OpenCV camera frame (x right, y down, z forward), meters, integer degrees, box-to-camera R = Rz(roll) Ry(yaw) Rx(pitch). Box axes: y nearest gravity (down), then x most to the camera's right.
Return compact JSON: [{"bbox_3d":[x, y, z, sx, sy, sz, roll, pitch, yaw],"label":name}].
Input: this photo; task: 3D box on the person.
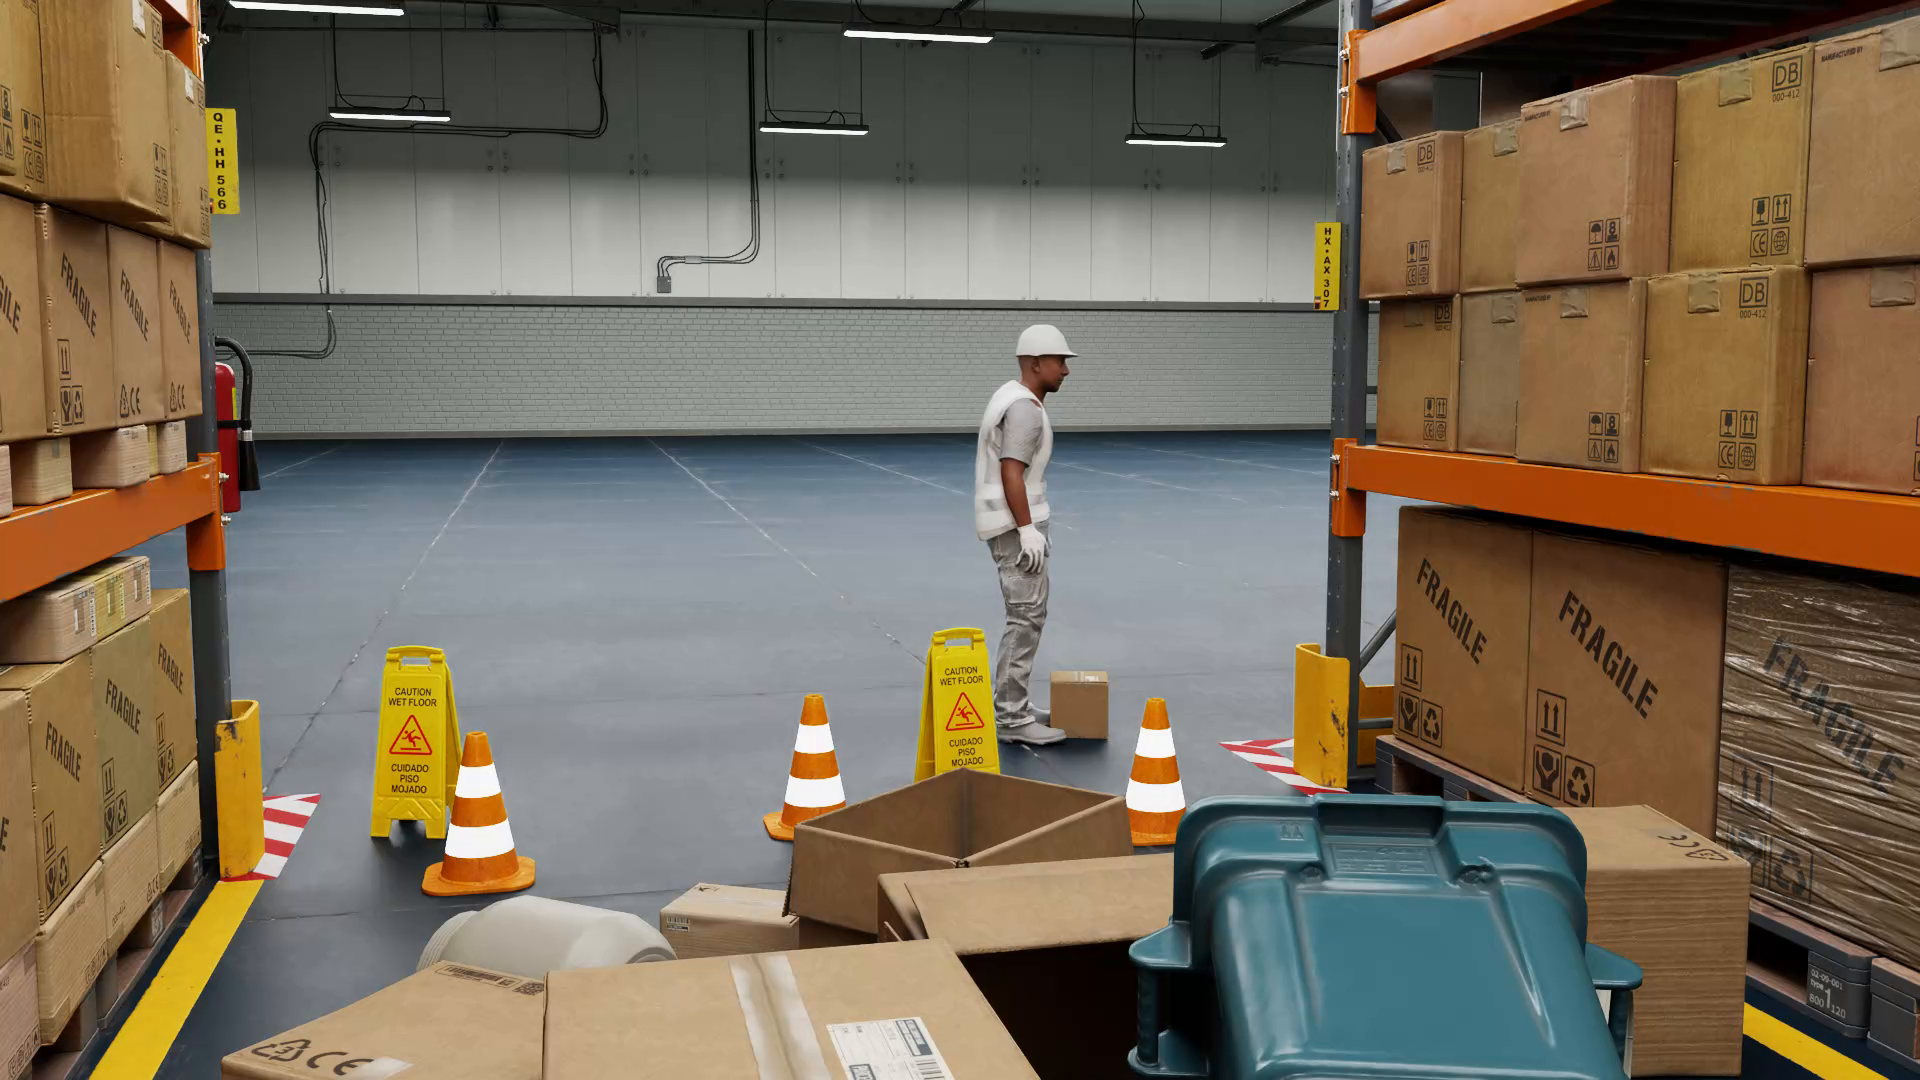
[{"bbox_3d":[0.287,-0.038,7.196,0.446,1.775,0.618,1,6,5],"label":"person"}]
